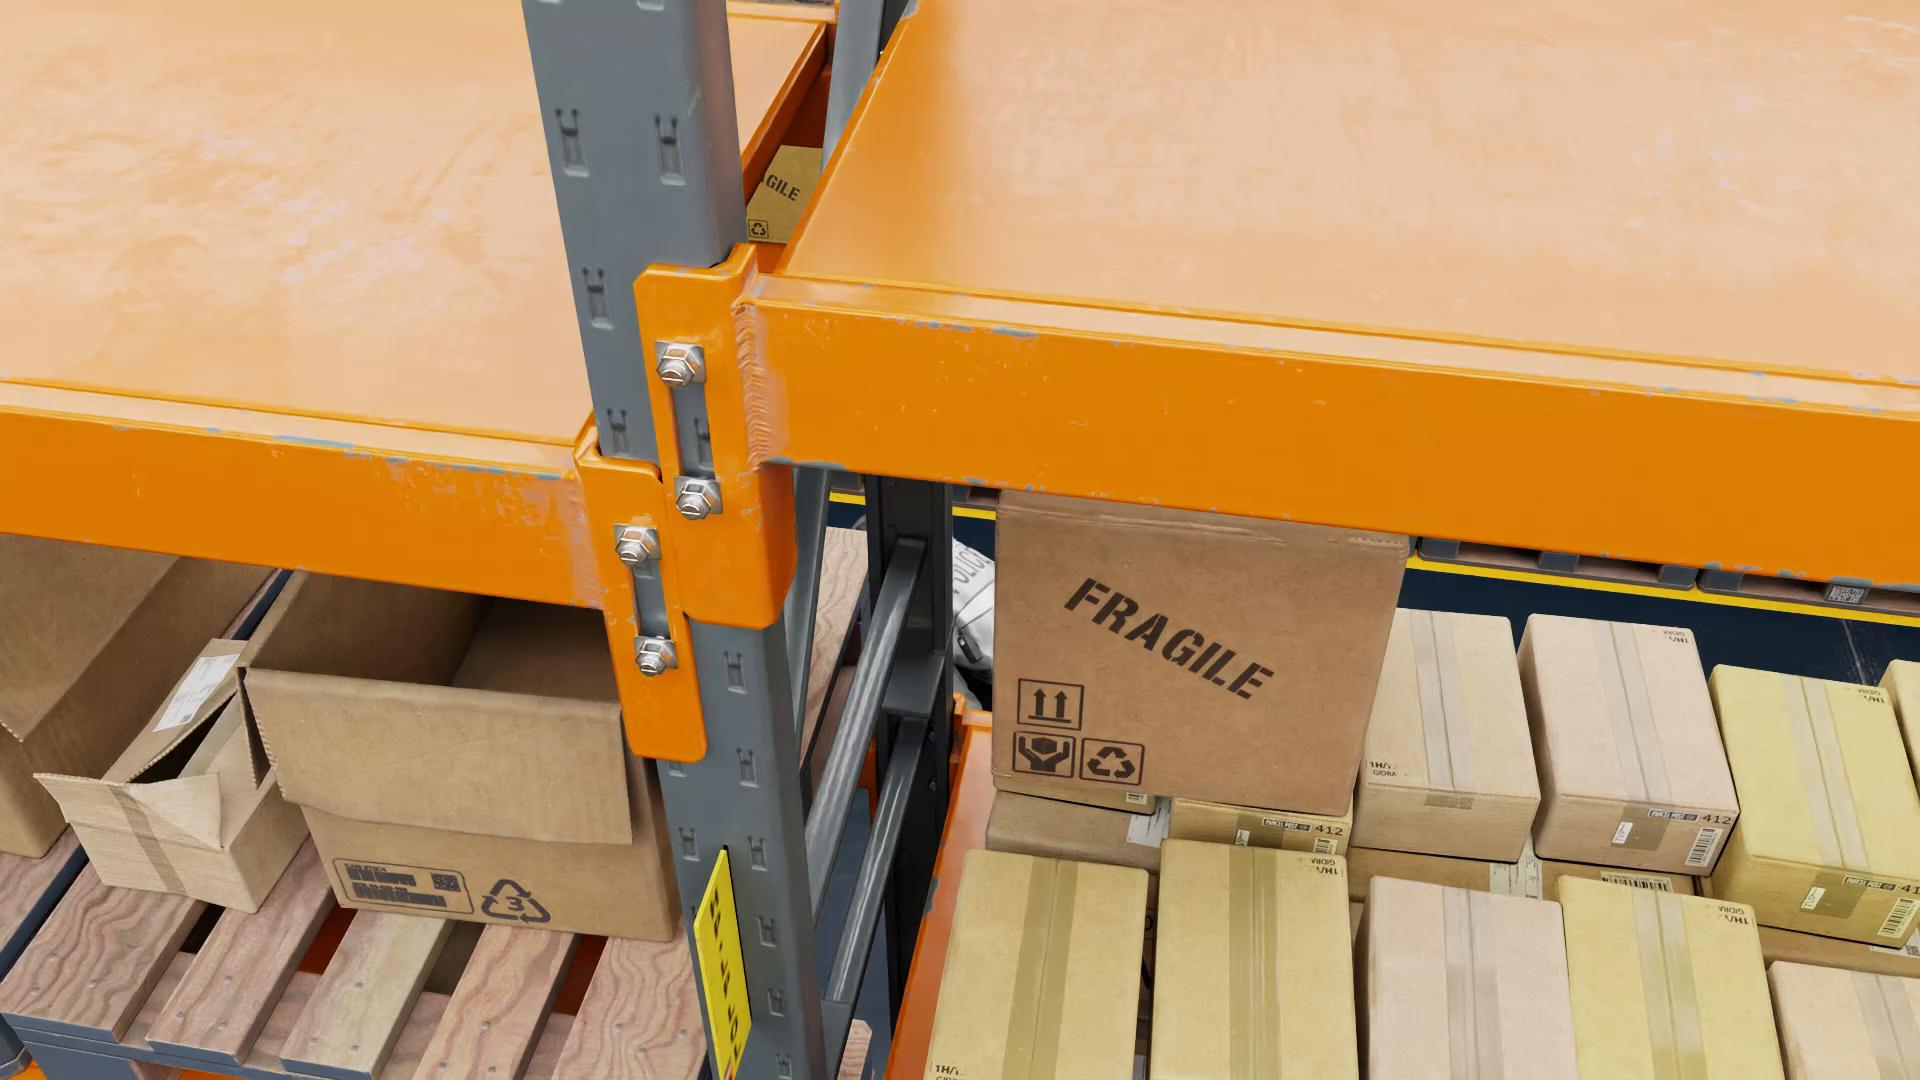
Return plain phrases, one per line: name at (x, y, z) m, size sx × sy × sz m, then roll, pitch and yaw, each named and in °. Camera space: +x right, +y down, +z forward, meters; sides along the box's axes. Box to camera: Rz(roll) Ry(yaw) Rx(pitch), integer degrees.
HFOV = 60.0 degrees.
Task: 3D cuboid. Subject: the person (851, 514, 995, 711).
person at (-0.076, 0.293, 6.769) m, size 0.907 × 0.779 × 0.460 m, roll 30°, pitch 49°, yaw 30°
